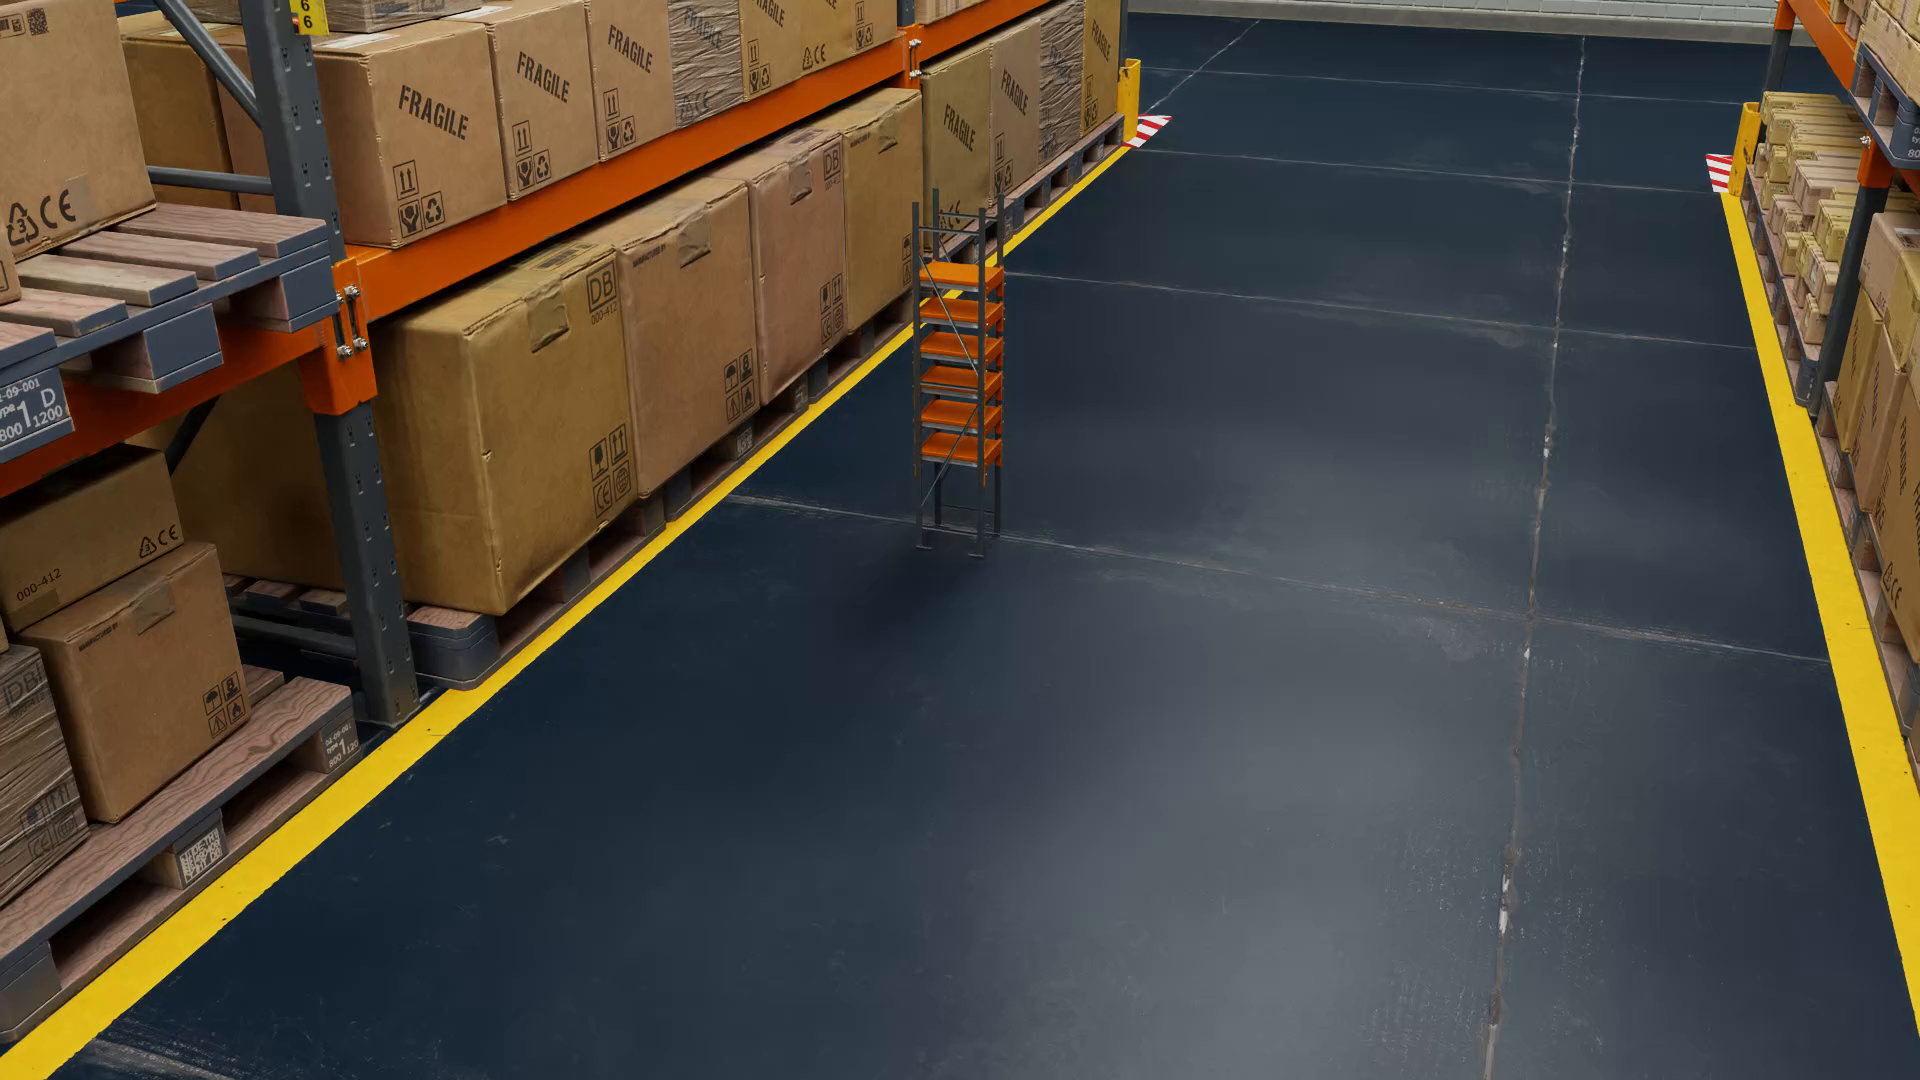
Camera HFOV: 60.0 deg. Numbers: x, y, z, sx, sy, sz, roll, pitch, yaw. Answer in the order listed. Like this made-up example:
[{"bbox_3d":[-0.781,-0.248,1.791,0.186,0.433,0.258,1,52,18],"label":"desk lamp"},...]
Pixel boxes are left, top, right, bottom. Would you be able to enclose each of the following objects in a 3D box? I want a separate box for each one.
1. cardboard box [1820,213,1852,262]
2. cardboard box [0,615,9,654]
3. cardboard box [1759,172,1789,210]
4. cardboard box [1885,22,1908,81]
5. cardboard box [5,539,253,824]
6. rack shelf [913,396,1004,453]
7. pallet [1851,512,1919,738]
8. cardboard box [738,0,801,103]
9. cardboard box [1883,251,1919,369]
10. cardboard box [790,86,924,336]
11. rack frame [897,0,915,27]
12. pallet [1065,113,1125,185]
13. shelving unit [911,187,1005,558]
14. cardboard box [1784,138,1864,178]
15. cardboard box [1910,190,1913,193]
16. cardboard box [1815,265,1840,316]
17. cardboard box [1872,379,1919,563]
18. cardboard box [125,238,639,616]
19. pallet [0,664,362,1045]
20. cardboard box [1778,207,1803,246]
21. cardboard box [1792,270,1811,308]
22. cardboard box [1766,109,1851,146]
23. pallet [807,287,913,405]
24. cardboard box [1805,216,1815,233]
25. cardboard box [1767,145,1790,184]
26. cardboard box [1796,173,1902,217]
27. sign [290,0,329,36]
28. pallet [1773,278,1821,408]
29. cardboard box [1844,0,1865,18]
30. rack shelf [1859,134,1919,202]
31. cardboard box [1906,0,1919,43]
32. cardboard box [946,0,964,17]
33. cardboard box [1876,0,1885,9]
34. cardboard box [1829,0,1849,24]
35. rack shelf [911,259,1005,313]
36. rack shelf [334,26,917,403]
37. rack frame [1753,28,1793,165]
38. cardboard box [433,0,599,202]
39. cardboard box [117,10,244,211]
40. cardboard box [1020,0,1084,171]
[{"bbox_3d":[3.869,-1.263,7.024,0.380,0.149,0.250,9,27,18],"label":"cardboard box"},{"bbox_3d":[-2.388,0.177,3.446,0.500,0.250,0.500,12,28,23],"label":"cardboard box"},{"bbox_3d":[4.528,-1.864,8.948,0.380,0.149,0.250,9,27,18],"label":"cardboard box"},{"bbox_3d":[3.210,-1.559,5.334,0.380,0.149,0.250,9,27,18],"label":"cardboard box"},{"bbox_3d":[-2.231,0.293,4.066,0.700,0.500,0.500,7,27,15],"label":"cardboard box"},{"bbox_3d":[-0.005,-0.386,5.548,0.258,0.103,0.180,9,27,17],"label":"rack shelf"},{"bbox_3d":[3.286,0.283,4.923,1.003,0.211,1.213,9,27,17],"label":"pallet"},{"bbox_3d":[-0.932,-1.951,6.223,0.500,0.500,0.500,8,27,17],"label":"cardboard box"},{"bbox_3d":[3.278,-0.712,5.304,0.500,0.250,0.500,10,27,19],"label":"cardboard box"},{"bbox_3d":[-0.890,-1.523,7.409,1.225,0.875,0.875,9,27,18],"label":"cardboard box"},{"bbox_3d":[-0.696,-2.556,7.587,1.000,3.000,0.127,9,27,17],"label":"rack frame"},{"bbox_3d":[0.443,-2.605,10.887,1.003,0.211,1.213,9,27,17],"label":"pallet"},{"bbox_3d":[-0.005,-0.534,5.476,0.258,1.200,0.189,9,27,17],"label":"shelving unit"},{"bbox_3d":[4.365,-1.903,8.345,0.380,0.149,0.250,9,27,18],"label":"cardboard box"},{"bbox_3d":[4.683,-1.623,7.767,0.380,0.149,0.250,8,27,15],"label":"cardboard box"},{"bbox_3d":[3.753,-1.010,6.843,0.380,0.149,0.250,9,27,18],"label":"cardboard box"},{"bbox_3d":[3.116,-0.159,5.023,0.500,0.500,0.500,9,27,18],"label":"cardboard box"},{"bbox_3d":[-1.777,-0.425,5.143,1.225,0.875,0.875,7,27,15],"label":"cardboard box"},{"bbox_3d":[-2.288,0.664,4.137,1.003,0.211,1.213,9,27,17],"label":"pallet"},{"bbox_3d":[4.301,-1.538,8.274,0.380,0.149,0.250,9,27,17],"label":"cardboard box"},{"bbox_3d":[3.950,-1.124,7.419,0.380,0.149,0.250,8,27,16],"label":"cardboard box"},{"bbox_3d":[4.601,-2.231,9.022,0.380,0.149,0.250,9,27,17],"label":"cardboard box"},{"bbox_3d":[-0.881,-0.973,7.517,1.003,0.211,1.213,9,27,17],"label":"pallet"},{"bbox_3d":[4.146,-1.432,7.715,0.380,0.149,0.250,9,27,19],"label":"cardboard box"},{"bbox_3d":[4.533,-1.993,8.873,0.380,0.149,0.250,10,27,19],"label":"cardboard box"},{"bbox_3d":[4.108,-1.587,7.692,0.380,0.149,0.250,7,27,15],"label":"cardboard box"},{"bbox_3d":[-1.512,-1.323,3.802,0.100,0.325,0.005,9,27,17],"label":"sign"},{"bbox_3d":[4.138,-0.821,7.204,1.003,0.211,1.213,9,27,17],"label":"pallet"},{"bbox_3d":[4.016,-2.427,6.864,0.500,0.500,0.500,8,27,16],"label":"cardboard box"},{"bbox_3d":[3.282,-0.649,4.475,1.077,0.370,4.000,9,27,17],"label":"rack shelf"},{"bbox_3d":[3.127,-1.590,5.057,0.380,0.149,0.250,8,27,15],"label":"cardboard box"},{"bbox_3d":[-0.196,-2.624,8.016,0.380,0.149,0.250,8,27,16],"label":"cardboard box"},{"bbox_3d":[3.383,-1.910,5.717,0.380,0.149,0.250,9,27,18],"label":"cardboard box"},{"bbox_3d":[4.275,-2.486,7.731,0.380,0.149,0.250,9,27,18],"label":"cardboard box"},{"bbox_3d":[-0.005,-0.818,5.339,0.258,0.103,0.180,9,27,17],"label":"rack shelf"},{"bbox_3d":[-1.361,-1.410,6.046,1.077,0.370,4.000,9,27,17],"label":"rack shelf"},{"bbox_3d":[5.279,-3.439,9.410,1.000,3.000,0.127,9,27,17],"label":"rack frame"},{"bbox_3d":[-1.439,-1.330,4.939,0.500,0.500,0.500,8,27,16],"label":"cardboard box"},{"bbox_3d":[-2.096,-1.196,4.663,0.500,0.500,0.500,10,27,19],"label":"cardboard box"},{"bbox_3d":[0.195,-2.784,10.014,0.875,0.875,0.875,9,27,17],"label":"cardboard box"}]
